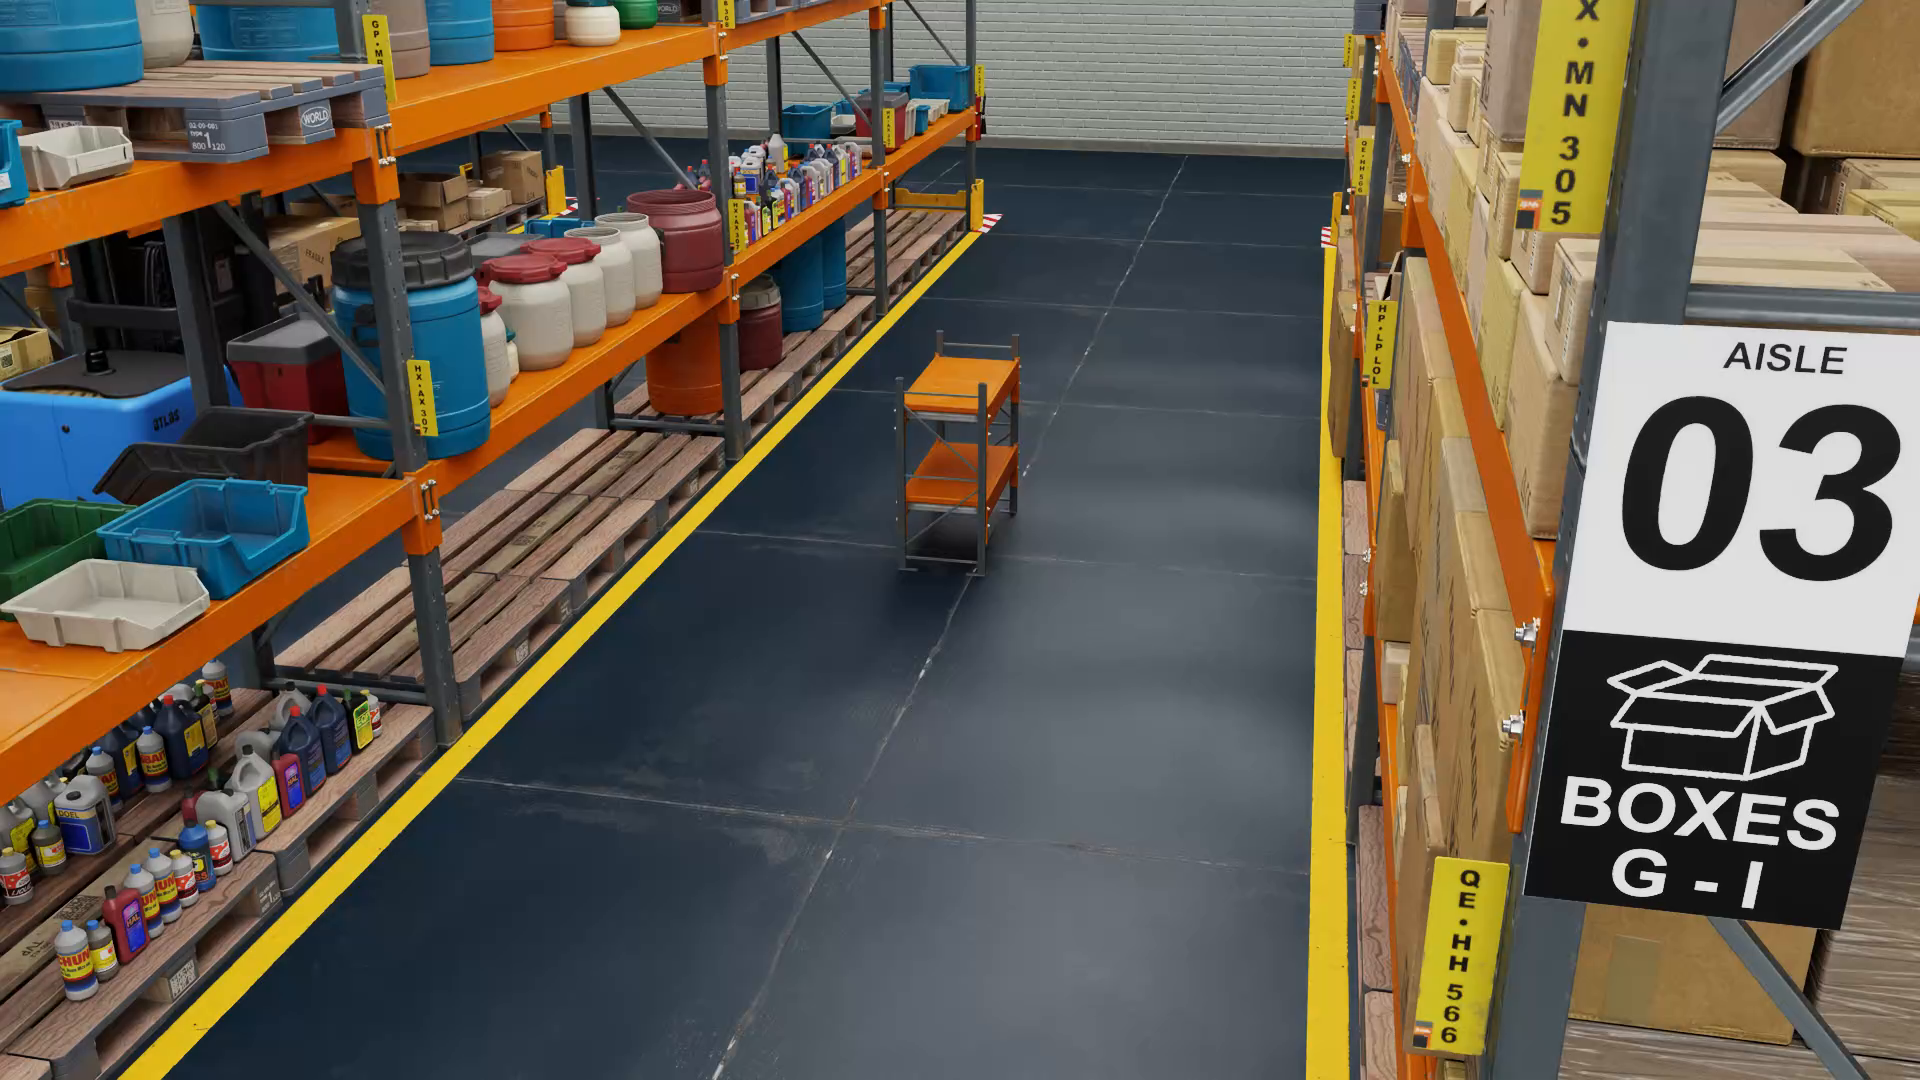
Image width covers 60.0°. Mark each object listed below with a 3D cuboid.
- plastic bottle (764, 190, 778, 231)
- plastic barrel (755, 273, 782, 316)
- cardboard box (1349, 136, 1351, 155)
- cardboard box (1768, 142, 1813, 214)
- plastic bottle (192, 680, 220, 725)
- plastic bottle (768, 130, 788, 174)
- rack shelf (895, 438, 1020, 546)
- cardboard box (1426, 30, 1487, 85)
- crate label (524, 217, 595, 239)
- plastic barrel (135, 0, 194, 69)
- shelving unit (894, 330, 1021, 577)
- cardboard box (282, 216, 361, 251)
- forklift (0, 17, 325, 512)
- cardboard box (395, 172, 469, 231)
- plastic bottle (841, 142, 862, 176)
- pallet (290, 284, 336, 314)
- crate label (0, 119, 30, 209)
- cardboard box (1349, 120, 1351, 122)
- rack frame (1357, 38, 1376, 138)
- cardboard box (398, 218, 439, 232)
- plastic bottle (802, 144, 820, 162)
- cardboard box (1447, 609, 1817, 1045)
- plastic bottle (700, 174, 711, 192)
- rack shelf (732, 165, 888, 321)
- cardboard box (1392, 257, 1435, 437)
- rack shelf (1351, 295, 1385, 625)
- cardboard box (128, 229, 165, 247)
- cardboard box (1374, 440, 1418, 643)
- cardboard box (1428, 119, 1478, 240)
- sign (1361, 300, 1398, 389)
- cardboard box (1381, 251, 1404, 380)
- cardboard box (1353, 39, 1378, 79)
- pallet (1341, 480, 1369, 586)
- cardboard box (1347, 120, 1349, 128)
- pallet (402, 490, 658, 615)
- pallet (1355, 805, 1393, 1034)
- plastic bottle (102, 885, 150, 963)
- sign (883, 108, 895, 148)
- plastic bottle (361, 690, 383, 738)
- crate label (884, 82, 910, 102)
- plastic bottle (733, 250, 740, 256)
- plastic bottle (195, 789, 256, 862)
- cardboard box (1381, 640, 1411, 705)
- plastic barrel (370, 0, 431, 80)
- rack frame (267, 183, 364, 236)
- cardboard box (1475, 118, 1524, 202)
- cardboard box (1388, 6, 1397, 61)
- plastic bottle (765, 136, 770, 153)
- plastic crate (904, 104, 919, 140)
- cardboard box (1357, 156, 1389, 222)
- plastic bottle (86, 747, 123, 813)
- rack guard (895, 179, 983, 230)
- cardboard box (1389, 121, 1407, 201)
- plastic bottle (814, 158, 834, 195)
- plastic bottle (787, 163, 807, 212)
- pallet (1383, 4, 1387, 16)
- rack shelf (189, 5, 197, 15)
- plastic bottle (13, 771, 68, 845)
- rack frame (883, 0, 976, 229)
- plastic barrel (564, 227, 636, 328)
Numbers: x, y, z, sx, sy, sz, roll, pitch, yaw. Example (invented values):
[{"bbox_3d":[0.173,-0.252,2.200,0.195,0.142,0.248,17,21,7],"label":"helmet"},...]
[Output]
[{"bbox_3d":[-1.344,-2.350,11.830,0.061,0.283,0.133,4,22,11],"label":"plastic bottle"},{"bbox_3d":[-1.621,-1.819,13.123,0.421,0.512,0.421,0,22,0],"label":"plastic barrel"},{"bbox_3d":[3.706,-3.547,14.981,0.380,0.149,0.250,4,22,10],"label":"cardboard box"},{"bbox_3d":[1.835,-0.731,3.306,0.380,0.149,0.250,3,22,8],"label":"cardboard box"},{"bbox_3d":[-3.293,0.706,7.243,0.097,0.201,0.097,0,22,0],"label":"plastic bottle"},{"bbox_3d":[-1.543,-3.293,14.080,0.144,0.351,0.185,4,22,11],"label":"plastic bottle"},{"bbox_3d":[0.001,-0.297,9.741,0.538,0.278,1.000,4,22,11],"label":"rack shelf"},{"bbox_3d":[1.702,-1.542,5.320,0.380,0.149,0.250,4,22,9],"label":"cardboard box"},{"bbox_3d":[-2.430,-1.645,9.876,0.502,0.435,0.616,4,22,11],"label":"crate label"},{"bbox_3d":[-3.059,-2.004,6.088,0.421,0.512,0.421,0,22,0],"label":"plastic barrel"},{"bbox_3d":[0.001,-0.524,9.650,0.538,1.125,1.048,4,22,11],"label":"shelving unit"},{"bbox_3d":[-5.815,-2.656,15.189,0.500,0.500,0.500,4,22,11],"label":"cardboard box"},{"bbox_3d":[-4.517,-1.667,10.070,1.130,2.935,3.031,5,22,12],"label":"forklift"},{"bbox_3d":[-5.616,-3.547,17.398,0.797,0.503,0.637,4,22,11],"label":"cardboard box"},{"bbox_3d":[-0.910,-3.208,13.970,0.152,0.276,0.135,4,22,11],"label":"plastic bottle"},{"bbox_3d":[-6.123,-2.219,15.082,1.003,0.211,1.213,4,22,11],"label":"pallet"},{"bbox_3d":[-2.889,-1.027,4.573,0.502,0.251,0.408,4,22,11],"label":"crate label"},{"bbox_3d":[3.951,-4.059,15.719,0.500,0.250,0.500,4,22,9],"label":"cardboard box"},{"bbox_3d":[3.703,-3.057,13.428,1.000,3.000,0.127,4,22,11],"label":"rack frame"},{"bbox_3d":[-5.530,-3.157,16.882,0.380,0.166,0.250,4,22,11],"label":"cardboard box"},{"bbox_3d":[-1.192,-2.994,13.338,0.144,0.351,0.185,4,22,11],"label":"plastic bottle"},{"bbox_3d":[1.124,0.464,2.817,0.500,0.500,0.500,4,22,11],"label":"cardboard box"},{"bbox_3d":[-1.885,-2.572,12.382,0.061,0.283,0.133,4,22,11],"label":"plastic bottle"},{"bbox_3d":[-1.554,-2.369,12.684,1.077,0.370,4.000,4,22,11],"label":"rack shelf"},{"bbox_3d":[1.730,-0.634,5.542,0.500,0.500,0.500,4,22,11],"label":"cardboard box"},{"bbox_3d":[2.478,-0.529,8.114,1.077,0.370,4.000,4,22,11],"label":"rack shelf"},{"bbox_3d":[-6.638,-2.498,13.795,0.500,0.250,0.500,4,22,10],"label":"cardboard box"},{"bbox_3d":[1.781,0.025,5.245,0.875,0.500,0.500,4,22,11],"label":"cardboard box"},{"bbox_3d":[1.513,-0.933,4.341,0.500,0.250,0.500,4,22,9],"label":"cardboard box"},{"bbox_3d":[1.526,-0.709,6.049,0.100,0.325,0.005,4,22,11],"label":"sign"},{"bbox_3d":[2.334,-1.015,7.658,0.797,0.503,0.637,7,23,16],"label":"cardboard box"},{"bbox_3d":[3.955,-4.408,15.583,0.500,0.500,0.500,4,22,9],"label":"cardboard box"},{"bbox_3d":[2.726,-0.015,9.608,1.003,0.211,1.213,4,22,11],"label":"pallet"},{"bbox_3d":[4.021,-4.111,16.382,0.380,0.149,0.250,4,22,10],"label":"cardboard box"},{"bbox_3d":[-2.409,0.047,9.454,1.003,0.211,1.213,4,22,11],"label":"pallet"},{"bbox_3d":[1.968,1.411,6.068,1.003,0.211,1.213,4,22,11],"label":"pallet"},{"bbox_3d":[-2.856,1.290,5.684,0.061,0.283,0.133,5,22,12],"label":"plastic bottle"},{"bbox_3d":[-0.608,-3.520,14.208,0.100,0.325,0.005,4,22,11],"label":"sign"},{"bbox_3d":[-2.547,0.742,7.153,0.097,0.201,0.097,0,22,0],"label":"plastic bottle"},{"bbox_3d":[-0.703,-4.782,17.856,0.416,0.233,0.303,4,22,11],"label":"crate label"},{"bbox_3d":[-1.558,-2.048,11.088,0.152,0.276,0.135,4,22,11],"label":"plastic bottle"},{"bbox_3d":[-2.770,1.056,6.274,0.152,0.276,0.135,5,22,12],"label":"plastic bottle"},{"bbox_3d":[1.511,0.406,5.167,0.380,0.149,0.250,4,22,11],"label":"cardboard box"},{"bbox_3d":[-2.754,-2.574,7.544,0.600,0.901,0.600,0,22,0],"label":"plastic barrel"},{"bbox_3d":[-5.994,-3.813,15.307,1.000,3.000,0.127,4,22,11],"label":"rack frame"},{"bbox_3d":[1.278,-0.776,3.416,0.380,0.149,0.250,3,22,8],"label":"cardboard box"},{"bbox_3d":[2.436,-2.576,8.419,0.500,0.250,0.500,5,22,12],"label":"cardboard box"},{"bbox_3d":[-1.639,-3.279,14.135,0.061,0.283,0.133,4,22,11],"label":"plastic bottle"},{"bbox_3d":[-0.654,-3.952,15.729,0.437,0.282,0.530,4,22,11],"label":"plastic crate"},{"bbox_3d":[3.060,-2.398,11.658,0.500,0.500,0.500,5,22,12],"label":"cardboard box"},{"bbox_3d":[-3.381,0.942,6.562,0.097,0.271,0.097,0,22,0],"label":"plastic bottle"},{"bbox_3d":[-0.338,-3.748,18.489,1.175,0.500,0.348,4,22,11],"label":"rack guard"},{"bbox_3d":[3.052,-2.372,10.251,0.797,0.503,0.637,5,23,13],"label":"cardboard box"},{"bbox_3d":[-1.088,-2.890,13.180,0.152,0.276,0.135,4,22,11],"label":"plastic bottle"},{"bbox_3d":[-1.238,-2.648,12.478,0.144,0.351,0.185,4,22,11],"label":"plastic bottle"},{"bbox_3d":[3.191,-3.546,10.882,1.003,0.211,1.213,6,23,13],"label":"pallet"},{"bbox_3d":[-6.403,-4.140,13.065,1.077,0.370,4.000,4,22,11],"label":"rack shelf"},{"bbox_3d":[-3.475,1.004,6.302,0.144,0.351,0.185,4,22,10],"label":"plastic bottle"},{"bbox_3d":[-0.330,-4.897,17.998,1.000,3.000,0.127,4,22,11],"label":"rack frame"},{"bbox_3d":[-2.049,-1.477,9.356,0.421,0.512,0.421,0,22,0],"label":"plastic barrel"}]
